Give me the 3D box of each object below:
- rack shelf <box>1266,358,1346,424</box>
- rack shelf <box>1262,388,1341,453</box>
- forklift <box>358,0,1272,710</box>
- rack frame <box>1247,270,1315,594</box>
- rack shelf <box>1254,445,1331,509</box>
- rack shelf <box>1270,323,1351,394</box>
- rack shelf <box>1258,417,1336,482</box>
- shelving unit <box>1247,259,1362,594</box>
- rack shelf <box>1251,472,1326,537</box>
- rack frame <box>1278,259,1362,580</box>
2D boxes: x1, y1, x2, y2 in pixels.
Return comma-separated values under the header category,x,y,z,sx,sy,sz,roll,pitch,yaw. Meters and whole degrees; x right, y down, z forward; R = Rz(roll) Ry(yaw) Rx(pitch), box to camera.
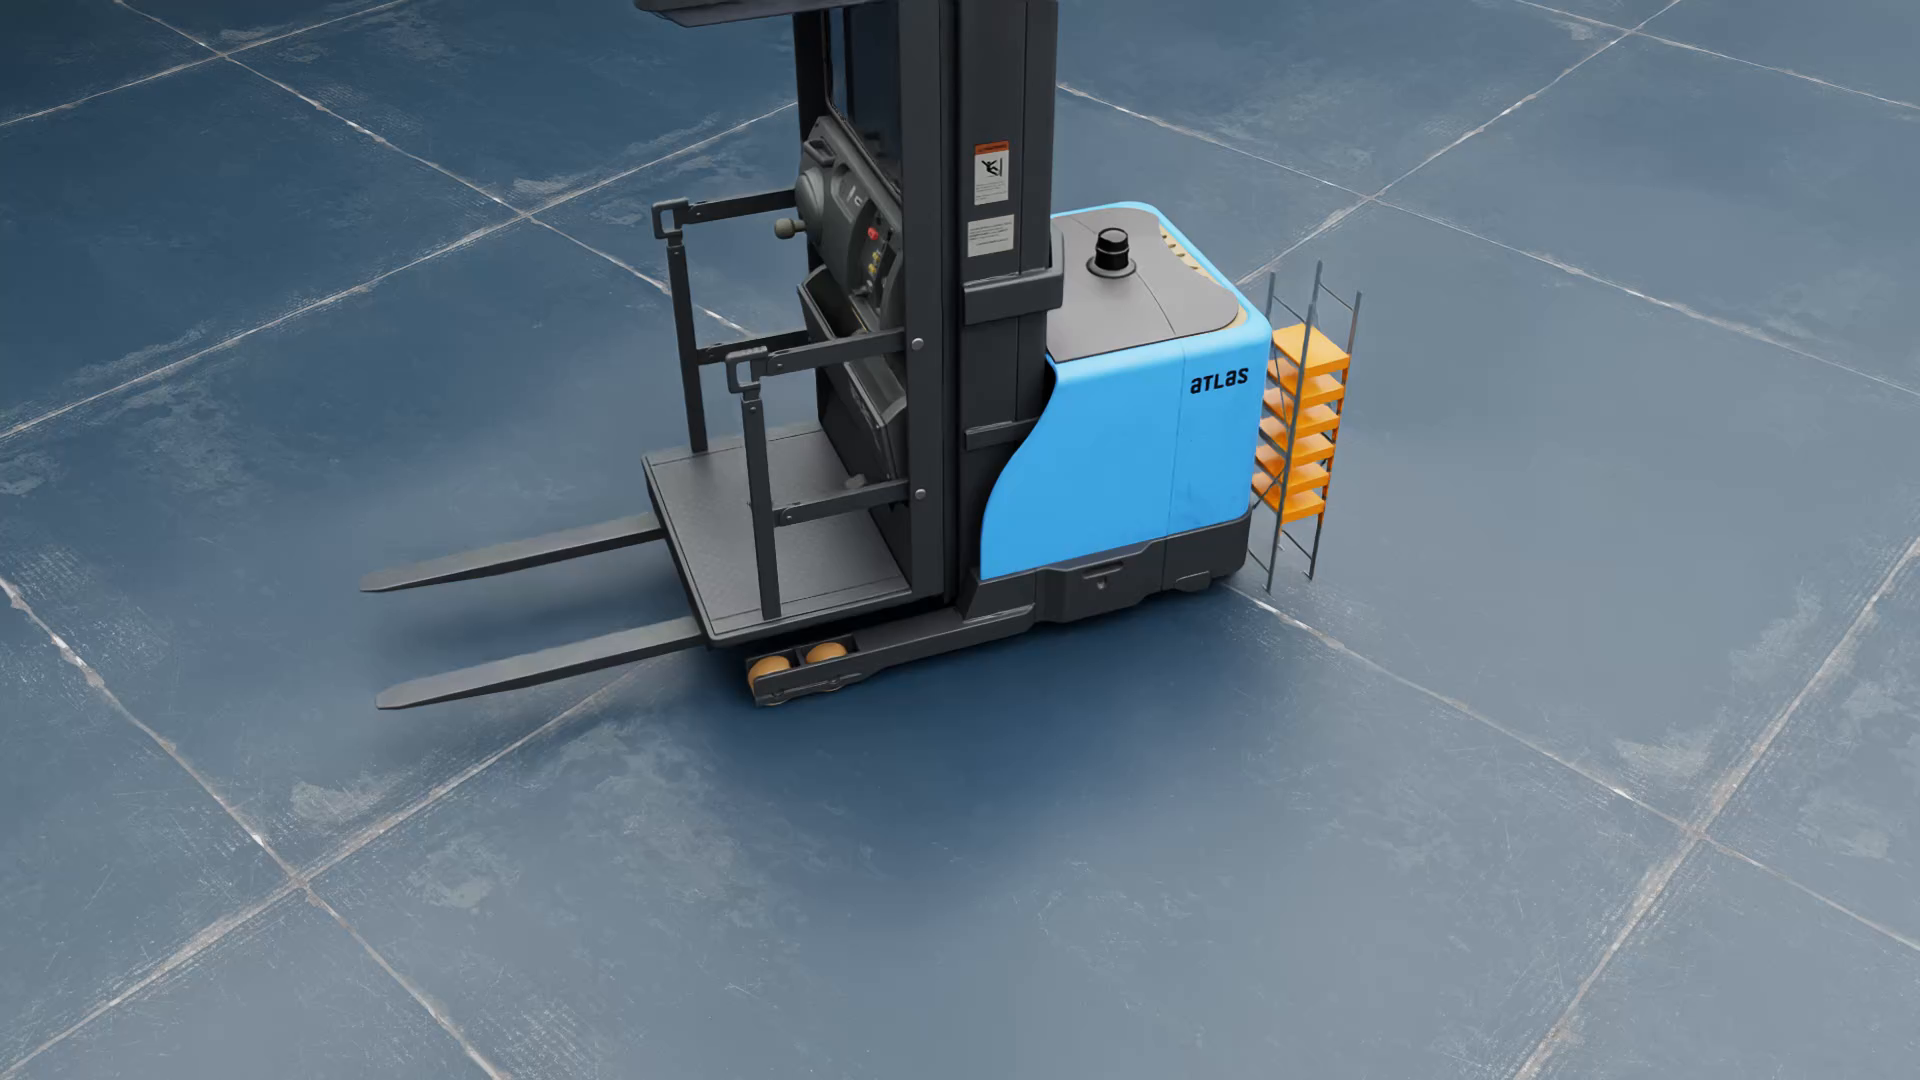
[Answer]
category,x,y,z,sx,sy,sz,roll,pitch,yaw
rack shelf,1.152,-0.520,5.626,0.180,0.103,0.258,-16,41,-19
rack shelf,1.152,-0.426,5.700,0.180,0.103,0.258,-16,41,-19
forklift,-0.533,-0.967,5.111,3.031,2.935,1.130,-13,40,-16
rack frame,1.069,-0.343,5.717,0.006,1.200,0.240,-16,41,-19
rack shelf,1.152,-0.238,5.850,0.180,0.103,0.258,-16,41,-19
rack shelf,1.152,-0.614,5.551,0.180,0.103,0.258,-16,41,-19
rack shelf,1.152,-0.332,5.775,0.180,0.103,0.258,-16,41,-19
shelving unit,1.152,-0.367,5.747,0.189,1.200,0.258,-16,41,-19
rack shelf,1.152,-0.144,5.924,0.180,0.103,0.258,-16,41,-19
rack frame,1.235,-0.391,5.777,0.006,1.200,0.240,-16,41,-19
